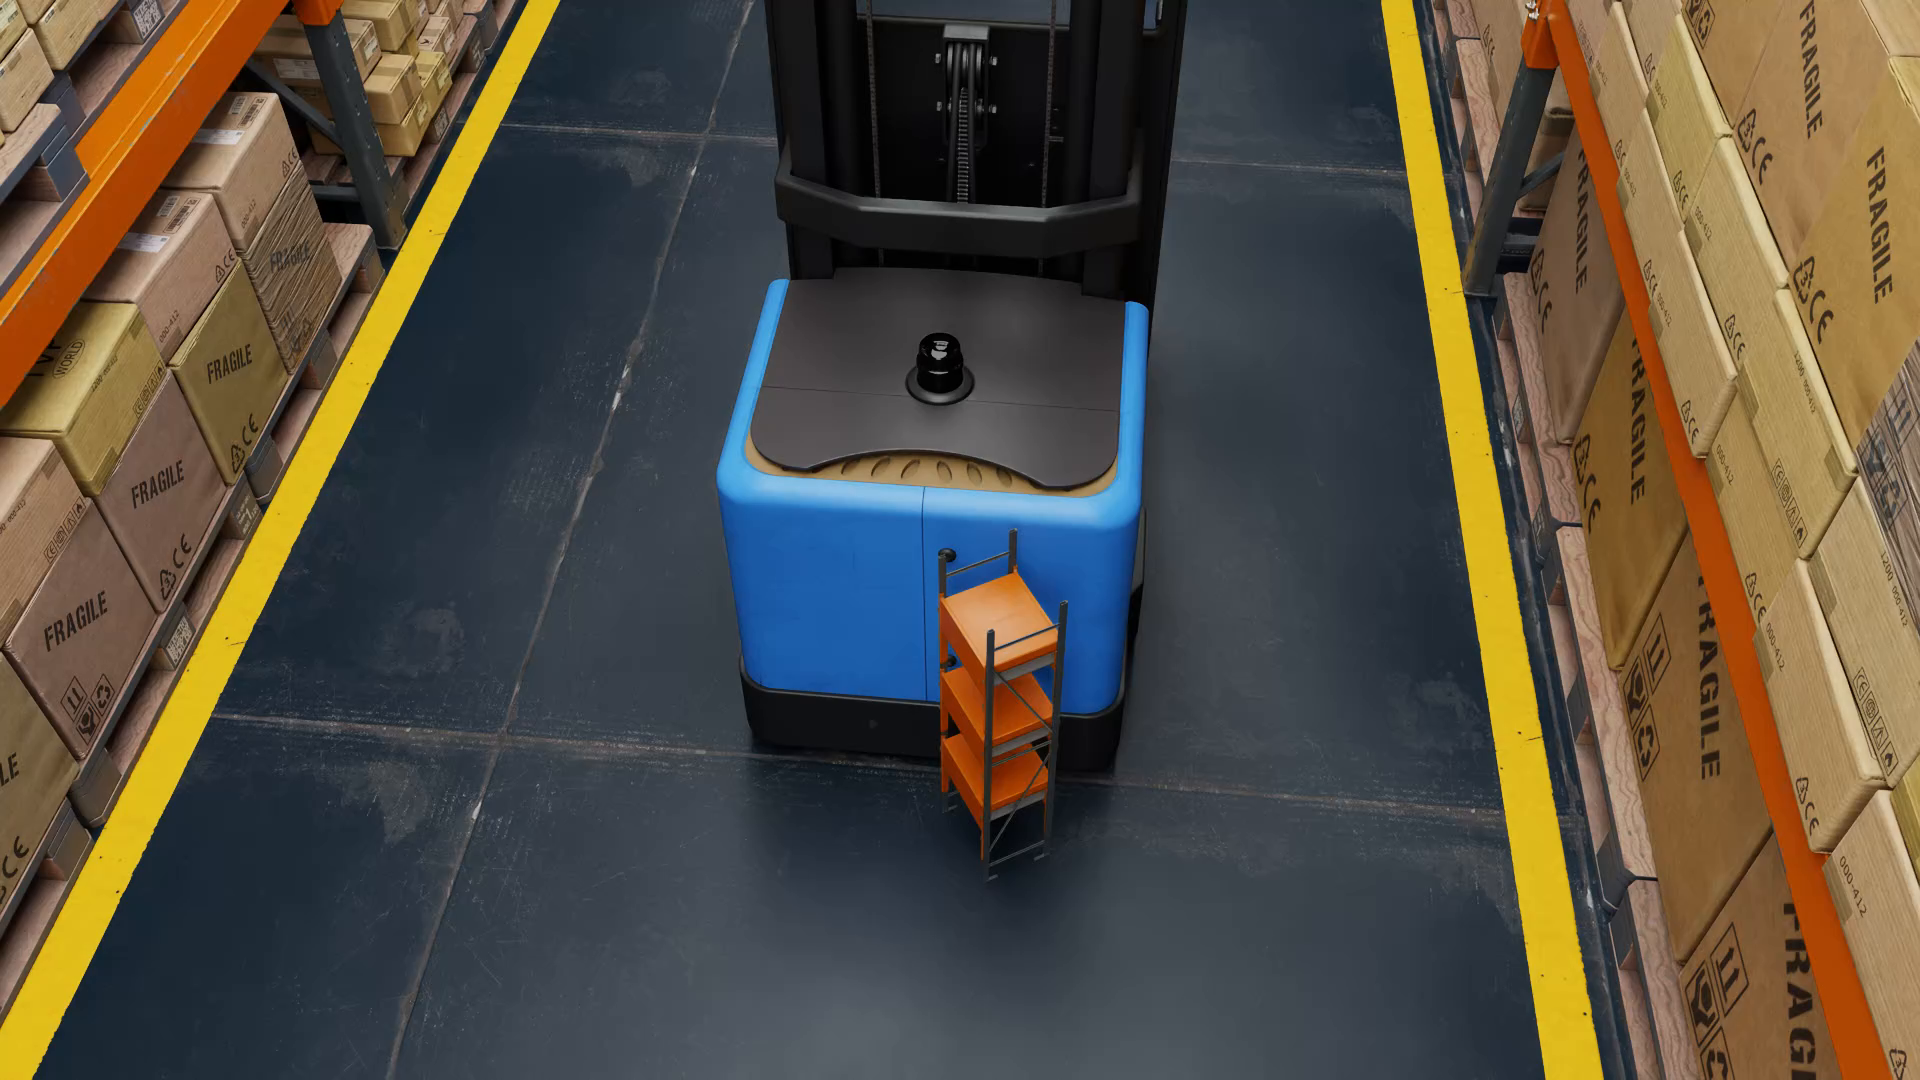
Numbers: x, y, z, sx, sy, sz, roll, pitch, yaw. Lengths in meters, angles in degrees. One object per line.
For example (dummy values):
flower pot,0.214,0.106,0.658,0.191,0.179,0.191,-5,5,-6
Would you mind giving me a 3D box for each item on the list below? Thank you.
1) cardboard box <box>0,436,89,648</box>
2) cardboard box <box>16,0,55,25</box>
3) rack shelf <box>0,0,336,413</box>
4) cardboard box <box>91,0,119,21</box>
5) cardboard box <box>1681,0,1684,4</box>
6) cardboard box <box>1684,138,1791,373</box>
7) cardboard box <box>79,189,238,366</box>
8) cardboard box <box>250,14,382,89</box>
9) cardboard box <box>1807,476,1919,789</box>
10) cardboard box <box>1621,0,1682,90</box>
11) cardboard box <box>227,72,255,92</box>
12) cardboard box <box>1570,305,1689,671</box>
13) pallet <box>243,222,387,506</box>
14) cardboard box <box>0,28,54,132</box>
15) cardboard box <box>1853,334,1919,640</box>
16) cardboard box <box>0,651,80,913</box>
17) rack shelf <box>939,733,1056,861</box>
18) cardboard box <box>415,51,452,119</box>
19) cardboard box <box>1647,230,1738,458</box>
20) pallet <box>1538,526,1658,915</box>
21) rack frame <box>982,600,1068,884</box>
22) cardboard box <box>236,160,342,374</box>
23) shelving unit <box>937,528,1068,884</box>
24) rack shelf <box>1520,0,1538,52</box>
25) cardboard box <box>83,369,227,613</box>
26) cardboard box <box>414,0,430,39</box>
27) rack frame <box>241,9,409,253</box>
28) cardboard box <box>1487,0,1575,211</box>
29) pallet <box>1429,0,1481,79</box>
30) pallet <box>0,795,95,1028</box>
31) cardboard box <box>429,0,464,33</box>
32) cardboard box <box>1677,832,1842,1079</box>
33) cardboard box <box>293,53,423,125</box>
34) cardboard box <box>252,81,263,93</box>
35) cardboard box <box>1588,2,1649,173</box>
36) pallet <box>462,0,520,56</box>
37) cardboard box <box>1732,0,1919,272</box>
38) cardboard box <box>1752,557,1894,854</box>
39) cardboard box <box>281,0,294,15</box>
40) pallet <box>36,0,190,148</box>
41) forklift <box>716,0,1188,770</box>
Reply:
cardboard box,-2.555,-0.006,4.124,0.500,0.250,0.500,4,48,4
cardboard box,-2.507,-1.443,4.221,0.380,0.149,0.250,2,48,2
rack shelf,-2.781,-0.456,4.122,1.077,0.370,4.000,4,48,4
cardboard box,-2.486,-1.547,4.517,0.380,0.149,0.250,4,48,3
cardboard box,1.995,-1.601,3.937,0.500,0.500,0.500,4,48,3
cardboard box,1.883,-0.598,3.527,0.500,0.250,0.500,3,48,2
cardboard box,-2.475,-0.779,4.831,0.500,0.250,0.500,6,48,5
cardboard box,-2.361,-1.788,6.097,0.380,0.149,0.250,6,48,5
cardboard box,1.809,0.161,2.833,0.500,0.250,0.500,3,48,3
cardboard box,1.999,-1.339,4.204,0.500,0.250,0.500,5,48,4
cardboard box,-2.887,-1.701,6.219,0.380,0.149,0.250,5,48,4
cardboard box,2.288,-0.209,4.564,0.875,0.875,0.875,5,48,5
pallet,-2.668,-0.655,5.706,1.003,0.211,1.213,4,48,4
cardboard box,-2.528,-1.158,4.162,0.380,0.149,0.250,2,48,2
cardboard box,1.800,-0.117,2.579,0.500,0.500,0.500,5,48,4
cardboard box,-2.603,0.600,4.078,0.500,0.500,0.500,4,48,4
rack shelf,0.095,0.637,4.347,0.215,0.259,0.240,-20,51,-17
cardboard box,-2.221,-1.790,6.501,0.380,0.149,0.250,5,48,5
cardboard box,1.874,-0.431,3.713,0.500,0.250,0.500,3,48,3
pallet,2.236,0.502,4.648,1.003,0.211,1.213,4,48,4
rack frame,0.150,0.523,4.060,0.200,1.050,0.008,-20,51,-17
cardboard box,-2.415,-0.906,5.455,0.500,0.500,0.500,3,48,3
shelving unit,0.095,0.443,4.134,0.215,1.050,0.252,-20,51,-17
rack shelf,2.522,-3.137,6.574,1.077,0.370,4.000,4,48,4
cardboard box,-2.514,-0.152,4.766,0.500,0.500,0.500,3,48,3
cardboard box,-2.327,-2.067,6.553,0.380,0.149,0.250,4,48,3
rack frame,-2.599,-2.169,5.201,1.000,3.000,0.127,4,48,4
cardboard box,2.504,-1.641,6.170,0.875,0.438,0.875,3,48,3
pallet,2.596,-2.421,7.322,1.003,0.211,1.213,4,48,4
pallet,-2.891,1.138,4.066,1.003,0.211,1.213,4,48,4
cardboard box,-2.277,-2.166,6.845,0.380,0.149,0.250,3,48,3
cardboard box,2.121,1.103,3.364,0.875,0.875,0.875,3,48,3
cardboard box,-2.247,-1.693,6.212,0.380,0.149,0.250,6,48,5
cardboard box,-2.902,-1.659,6.382,0.380,0.149,0.250,4,48,4
cardboard box,1.991,-1.173,4.392,0.500,0.250,0.500,3,48,3
pallet,-2.464,-2.622,7.505,1.003,0.211,1.213,4,48,4
cardboard box,1.906,-0.853,3.252,0.500,0.500,0.500,3,48,3
cardboard box,1.794,0.314,3.031,0.500,0.250,0.500,5,48,4
cardboard box,-2.868,-2.099,6.583,0.380,0.149,0.250,2,48,2
pallet,-2.813,-1.552,4.767,1.003,0.211,1.213,4,48,4
forklift,0.064,-1.452,4.591,1.130,2.935,3.031,4,48,4
